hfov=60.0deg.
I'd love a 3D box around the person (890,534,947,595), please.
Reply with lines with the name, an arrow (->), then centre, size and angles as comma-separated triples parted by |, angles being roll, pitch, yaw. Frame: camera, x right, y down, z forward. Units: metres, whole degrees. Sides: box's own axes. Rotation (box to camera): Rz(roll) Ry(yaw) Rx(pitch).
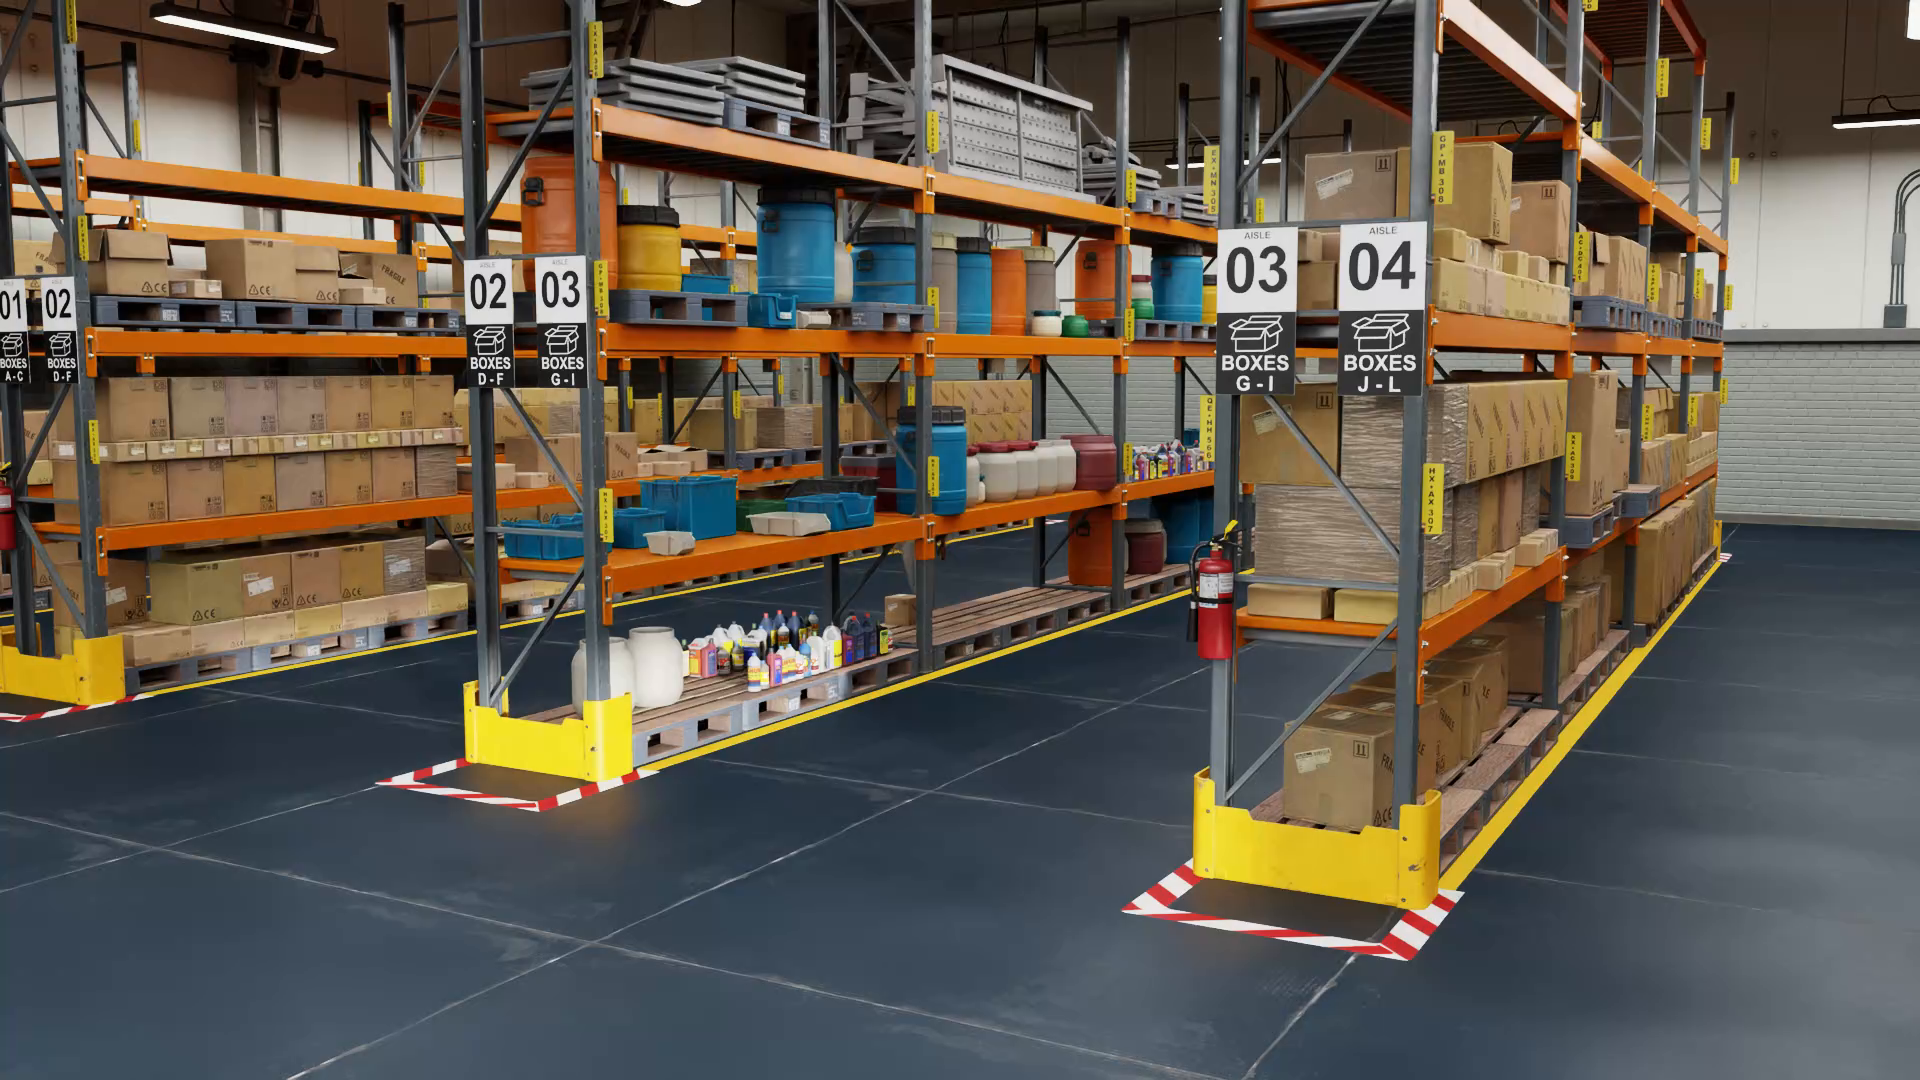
person -> -0.436, 0.029, 15.856 | 0.488, 1.660, 0.780 | 3, 7, 23
